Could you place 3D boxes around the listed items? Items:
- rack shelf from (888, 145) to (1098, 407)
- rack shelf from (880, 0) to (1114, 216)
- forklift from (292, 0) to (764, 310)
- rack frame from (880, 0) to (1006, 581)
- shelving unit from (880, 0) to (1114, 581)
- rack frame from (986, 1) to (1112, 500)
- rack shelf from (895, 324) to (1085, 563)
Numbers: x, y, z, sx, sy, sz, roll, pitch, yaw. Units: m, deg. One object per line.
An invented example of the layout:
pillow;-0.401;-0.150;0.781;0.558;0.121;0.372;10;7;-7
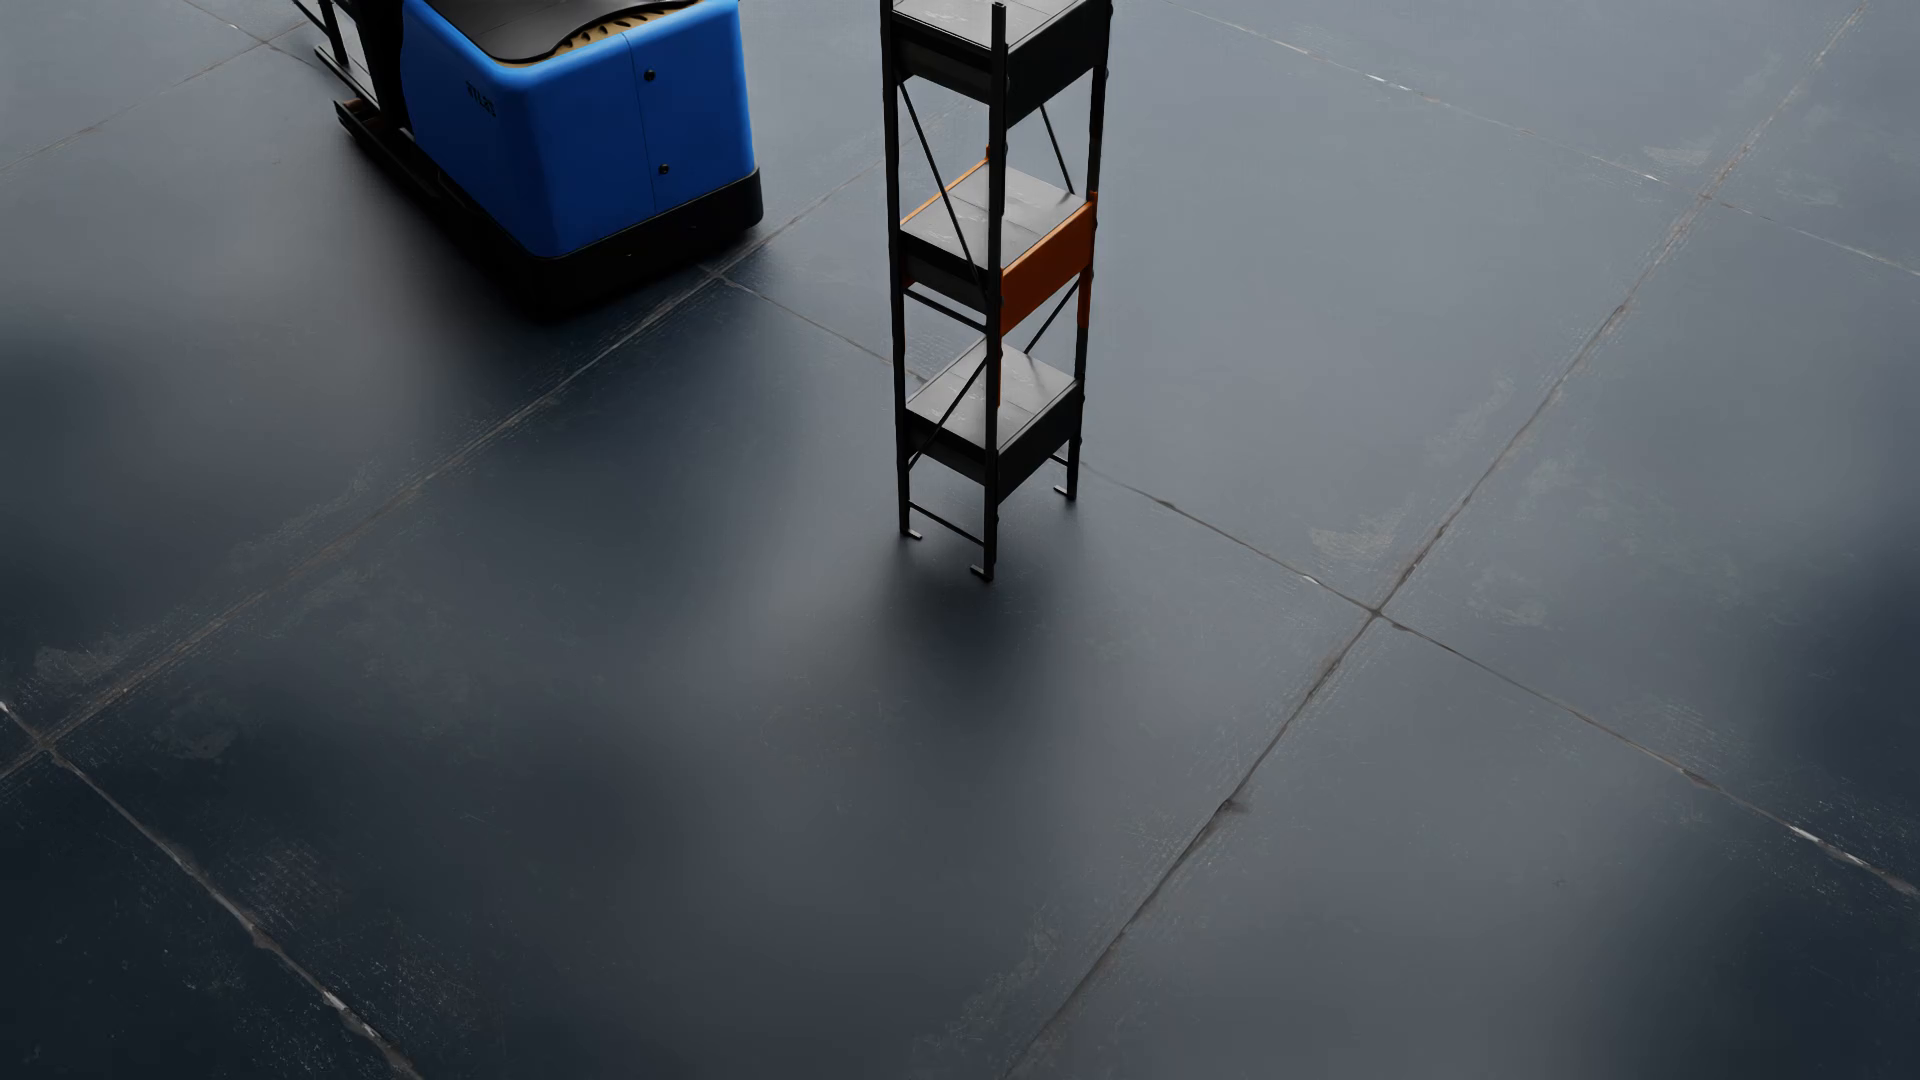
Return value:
rack shelf;0.101;-0.811;5.091;0.431;0.518;0.480;29;53;25
rack shelf;0.101;-1.294;4.585;0.431;0.518;0.480;29;53;25
forklift;-2.137;-2.922;6.514;1.130;2.935;3.031;-30;53;-26
rack frame;-0.048;-0.680;4.948;0.400;2.100;0.015;29;53;25
shelving unit;0.101;-0.820;5.081;0.431;2.100;0.503;29;53;25
rack frame;0.250;-0.960;5.215;0.400;2.100;0.015;29;53;25
rack shelf;0.101;-0.327;5.597;0.431;0.518;0.480;29;53;25
